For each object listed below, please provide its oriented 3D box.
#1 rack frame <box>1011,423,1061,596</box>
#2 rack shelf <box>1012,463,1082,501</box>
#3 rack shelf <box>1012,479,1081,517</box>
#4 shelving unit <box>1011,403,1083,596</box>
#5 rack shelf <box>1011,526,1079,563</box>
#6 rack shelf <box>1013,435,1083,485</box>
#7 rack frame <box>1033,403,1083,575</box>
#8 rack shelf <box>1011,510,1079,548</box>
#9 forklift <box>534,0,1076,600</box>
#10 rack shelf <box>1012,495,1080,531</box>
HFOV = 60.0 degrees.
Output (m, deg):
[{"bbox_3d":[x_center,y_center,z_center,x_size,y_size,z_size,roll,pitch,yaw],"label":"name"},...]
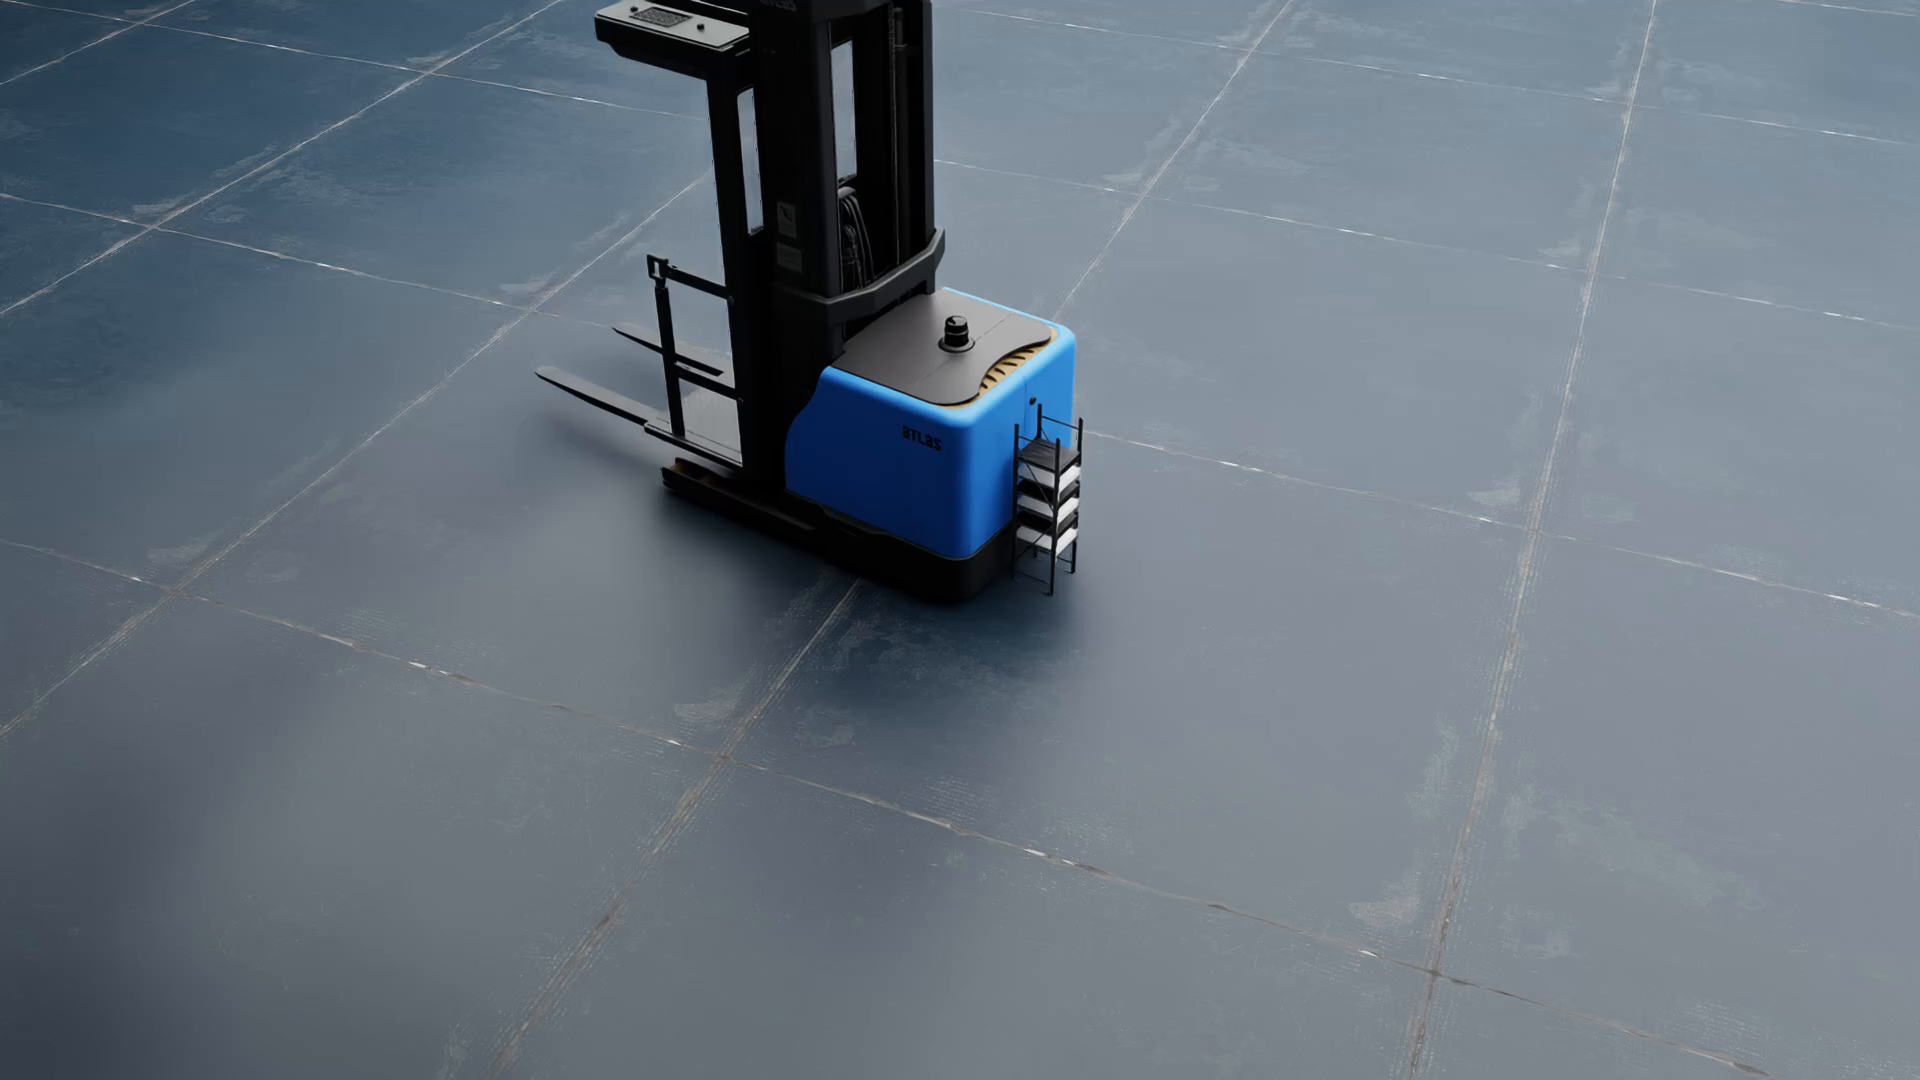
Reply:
[{"bbox_3d":[0.350,-0.131,7.775,0.240,0.900,0.006,22,42,26],"label":"rack frame"},{"bbox_3d":[0.406,-0.299,7.755,0.258,0.077,0.200,22,42,26],"label":"rack shelf"},{"bbox_3d":[0.406,-0.227,7.809,0.258,0.077,0.200,22,42,26],"label":"rack shelf"},{"bbox_3d":[0.406,-0.182,7.843,0.258,0.900,0.210,22,42,26],"label":"shelving unit"},{"bbox_3d":[0.406,-0.011,7.971,0.258,0.077,0.200,22,42,26],"label":"rack shelf"},{"bbox_3d":[0.406,-0.371,7.701,0.258,0.077,0.200,22,42,26],"label":"rack shelf"},{"bbox_3d":[0.462,-0.232,7.911,0.240,0.900,0.006,22,42,26],"label":"rack frame"},{"bbox_3d":[0.406,-0.083,7.917,0.258,0.077,0.200,22,42,26],"label":"rack shelf"},{"bbox_3d":[-0.934,-1.581,8.019,3.031,2.935,1.130,23,42,27],"label":"forklift"},{"bbox_3d":[0.406,-0.155,7.863,0.258,0.077,0.200,22,42,26],"label":"rack shelf"}]
